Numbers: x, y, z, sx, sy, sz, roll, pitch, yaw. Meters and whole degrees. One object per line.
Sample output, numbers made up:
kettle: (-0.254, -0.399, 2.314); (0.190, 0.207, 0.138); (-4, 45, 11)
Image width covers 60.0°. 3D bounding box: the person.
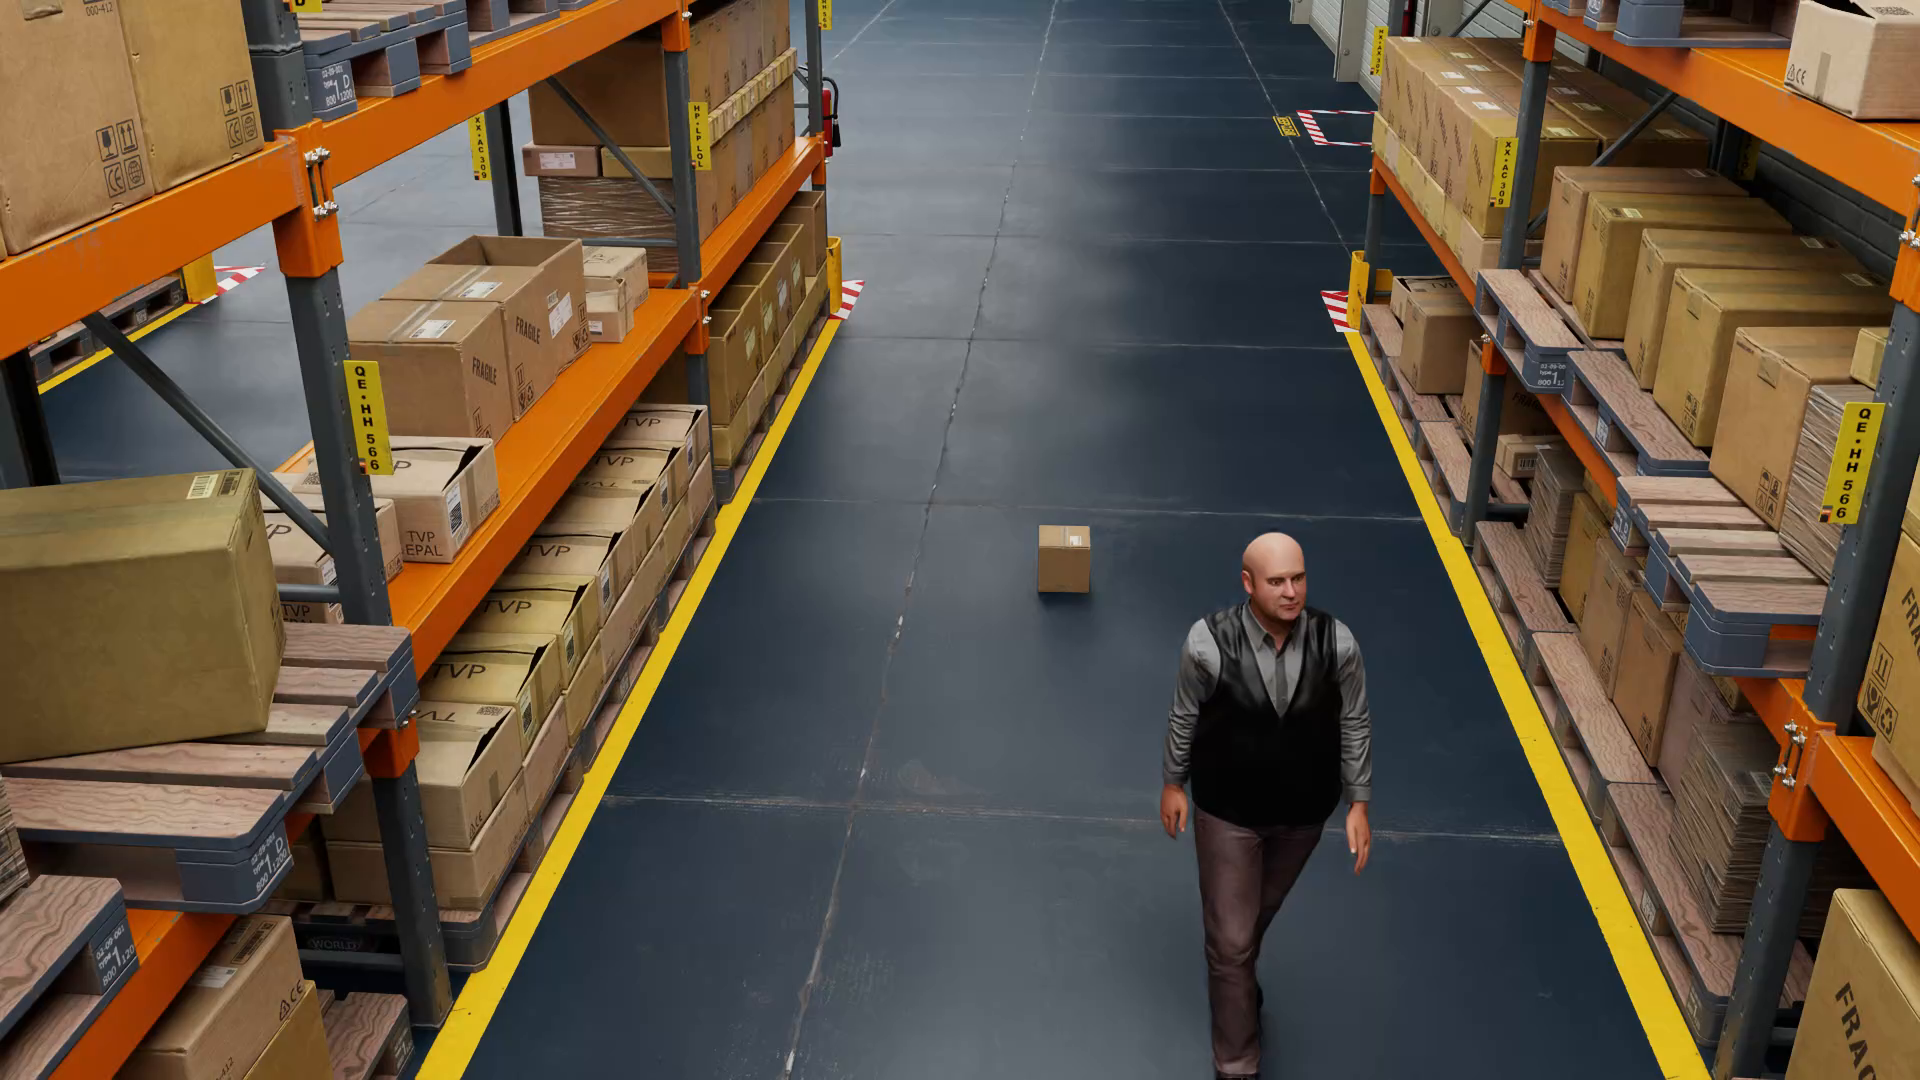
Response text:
person: (0.909, 0.815, 4.821); (0.572, 1.708, 0.881); (-3, 25, -6)
